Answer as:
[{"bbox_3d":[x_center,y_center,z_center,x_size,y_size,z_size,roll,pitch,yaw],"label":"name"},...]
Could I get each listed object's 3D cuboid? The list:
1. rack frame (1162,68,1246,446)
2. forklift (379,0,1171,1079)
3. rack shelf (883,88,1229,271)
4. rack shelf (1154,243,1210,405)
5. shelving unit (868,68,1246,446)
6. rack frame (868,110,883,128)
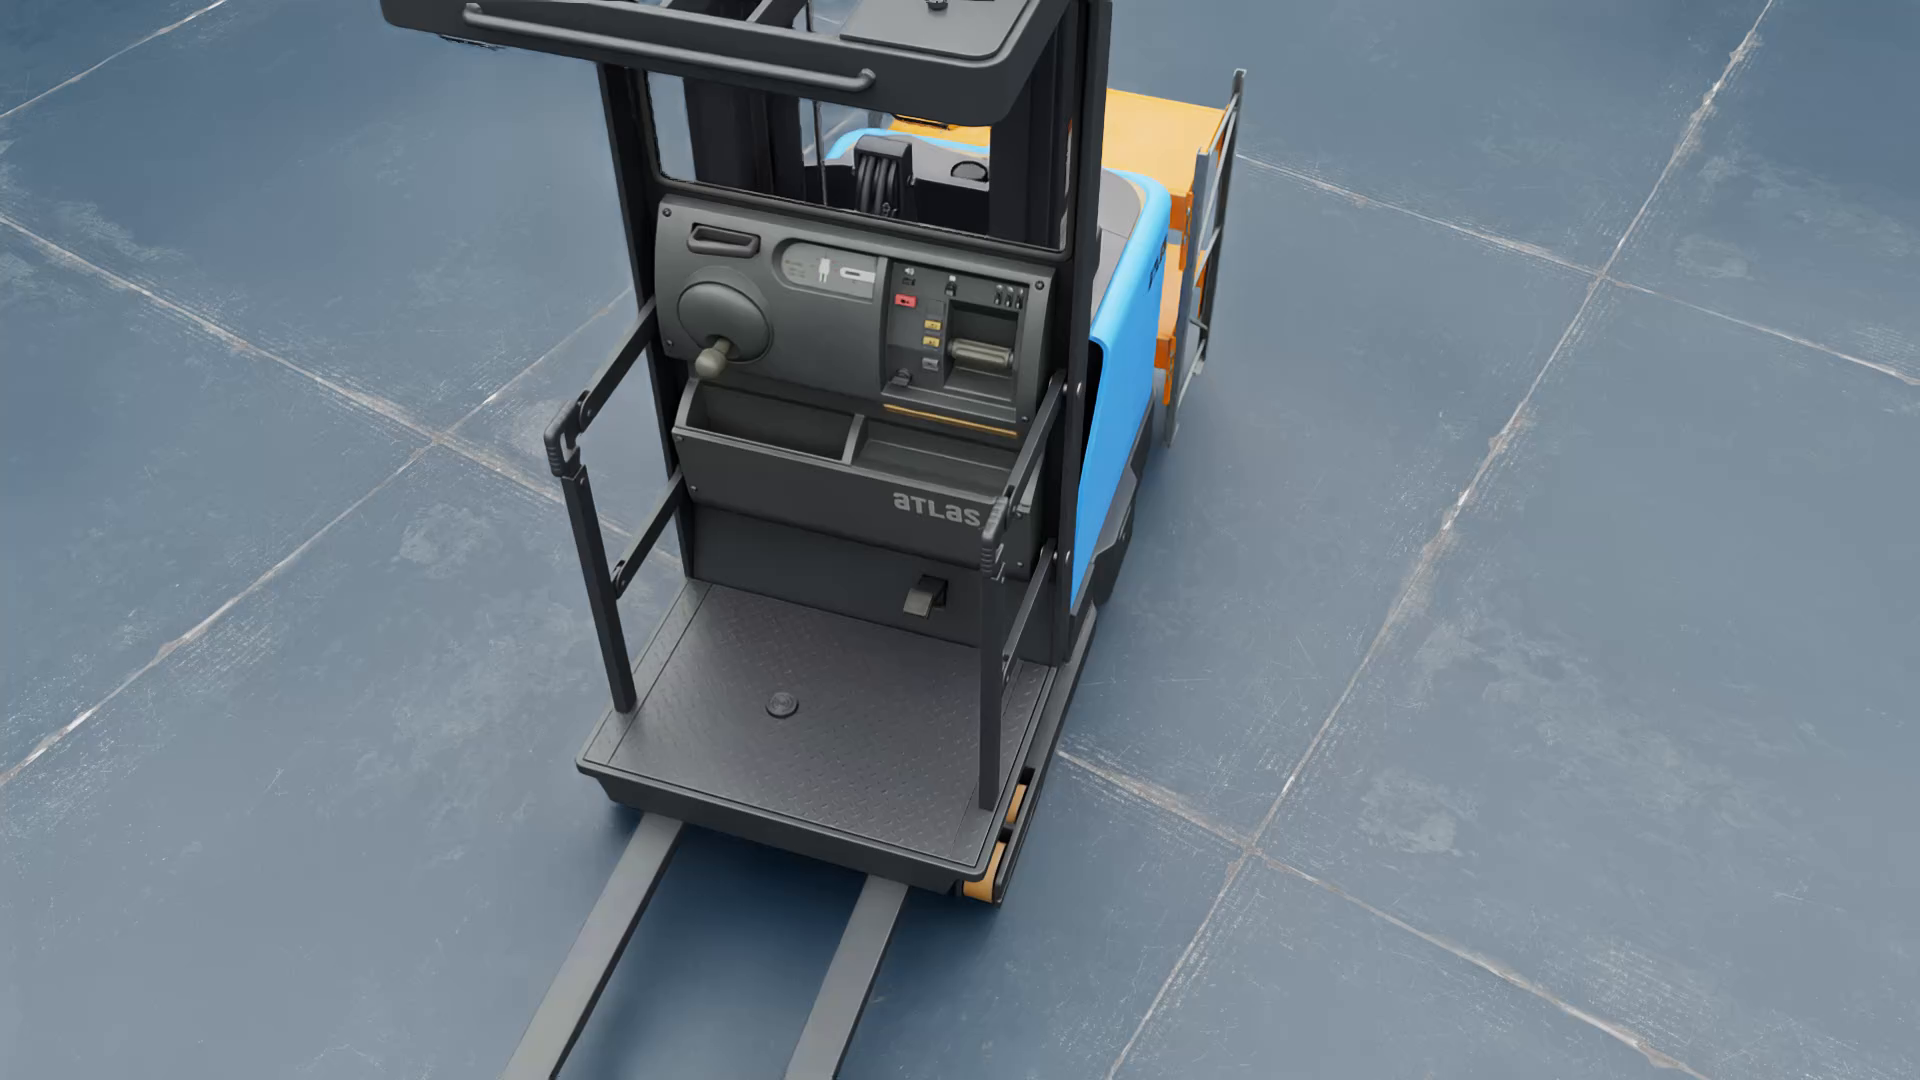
[{"bbox_3d":[0.775,-0.878,5.319,0.032,1.125,0.500,15,48,14],"label":"rack frame"},{"bbox_3d":[-0.318,-0.413,3.607,1.130,2.935,3.031,13,47,12],"label":"forklift"},{"bbox_3d":[0.297,-1.206,5.229,1.000,0.278,0.538,15,48,14],"label":"rack shelf"},{"bbox_3d":[0.297,-0.831,5.615,1.000,0.278,0.538,15,48,14],"label":"rack shelf"},{"bbox_3d":[0.297,-1.002,5.439,1.048,1.125,0.538,15,48,14],"label":"shelving unit"},{"bbox_3d":[-0.181,-1.126,5.560,0.032,1.125,0.500,15,48,14],"label":"rack frame"}]
